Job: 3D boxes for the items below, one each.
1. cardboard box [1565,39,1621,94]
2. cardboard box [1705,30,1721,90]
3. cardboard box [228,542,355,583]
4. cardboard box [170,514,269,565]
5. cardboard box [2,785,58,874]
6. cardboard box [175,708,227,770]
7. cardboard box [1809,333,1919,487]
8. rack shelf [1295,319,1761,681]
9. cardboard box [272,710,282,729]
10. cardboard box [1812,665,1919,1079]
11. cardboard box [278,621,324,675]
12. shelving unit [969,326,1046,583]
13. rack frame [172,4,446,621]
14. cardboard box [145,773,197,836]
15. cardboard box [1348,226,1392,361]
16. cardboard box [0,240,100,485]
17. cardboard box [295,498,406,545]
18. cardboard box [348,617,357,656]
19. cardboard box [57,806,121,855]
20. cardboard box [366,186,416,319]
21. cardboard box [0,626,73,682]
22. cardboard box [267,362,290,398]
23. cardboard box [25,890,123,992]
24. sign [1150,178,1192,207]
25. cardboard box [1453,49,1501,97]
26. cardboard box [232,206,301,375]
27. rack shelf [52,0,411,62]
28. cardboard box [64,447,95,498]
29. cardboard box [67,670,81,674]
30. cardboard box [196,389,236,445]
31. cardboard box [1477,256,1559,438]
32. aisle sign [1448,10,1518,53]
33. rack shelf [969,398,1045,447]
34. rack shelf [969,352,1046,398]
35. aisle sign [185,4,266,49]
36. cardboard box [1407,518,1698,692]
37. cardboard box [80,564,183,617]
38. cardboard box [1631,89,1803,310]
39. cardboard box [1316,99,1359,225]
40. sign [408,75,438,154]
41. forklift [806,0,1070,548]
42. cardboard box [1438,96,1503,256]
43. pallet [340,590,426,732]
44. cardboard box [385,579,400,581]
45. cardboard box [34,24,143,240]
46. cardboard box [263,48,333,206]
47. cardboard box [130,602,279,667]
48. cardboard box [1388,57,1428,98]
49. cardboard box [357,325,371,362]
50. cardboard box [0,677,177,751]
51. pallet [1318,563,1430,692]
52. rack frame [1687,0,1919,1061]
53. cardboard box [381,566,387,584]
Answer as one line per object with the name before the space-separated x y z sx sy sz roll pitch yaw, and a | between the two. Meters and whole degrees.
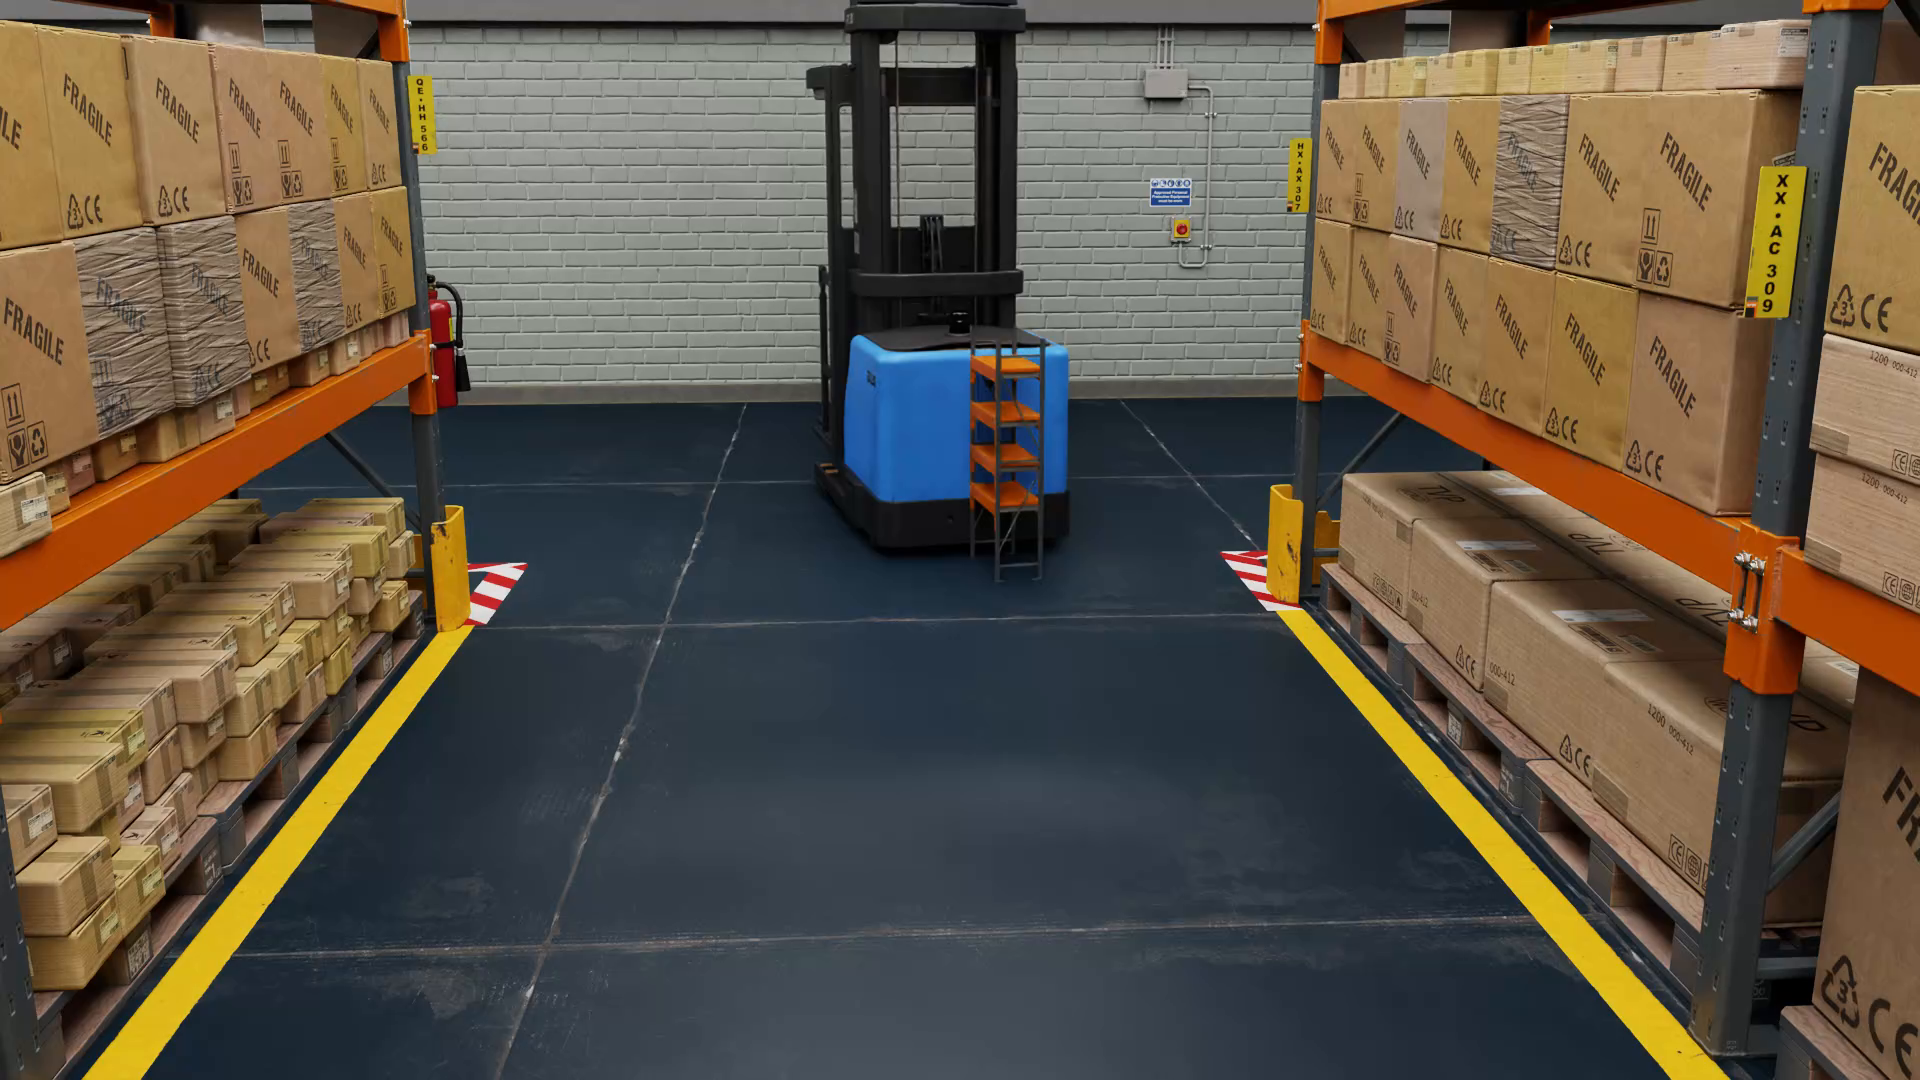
cardboard box | 2.000 -1.374 4.836 0.380 0.149 0.250 -1 14 -4
cardboard box | 2.091 -1.187 4.111 0.380 0.149 0.250 -1 14 -2
cardboard box | -2.507 0.114 6.250 0.380 0.149 0.250 -1 15 -6
cardboard box | -3.016 -0.003 6.703 0.380 0.149 0.250 -1 14 -2
cardboard box | -2.413 0.701 3.968 0.380 0.149 0.250 0 14 -1
cardboard box | -2.466 0.581 5.031 0.380 0.149 0.250 0 14 -1
cardboard box | 2.081 -0.257 3.303 0.500 0.250 0.500 -1 14 -5
rack shelf | 2.212 -0.350 5.812 1.077 0.370 4.000 -1 14 -3
cardboard box | -2.514 0.596 5.569 0.380 0.149 0.250 0 14 -2
cardboard box | 2.454 0.777 3.407 0.875 0.875 0.875 0 14 -2
cardboard box | -2.453 0.387 5.783 0.380 0.149 0.250 0 14 -1
shelving unit | 0.231 -0.437 8.317 0.258 1.200 0.503 -4 15 -14
rack frame | -2.847 -1.095 7.261 1.000 3.000 0.127 -1 14 -3
cardboard box | -2.450 0.792 4.805 0.380 0.149 0.250 -1 14 -5
cardboard box | 1.890 -0.995 6.674 0.500 0.500 0.500 -1 14 -4
cardboard box | -2.378 -0.419 3.839 0.500 0.500 0.500 -1 14 -4
cardboard box | -2.561 -0.078 6.993 0.380 0.149 0.250 -1 14 -3
cardboard box | -2.530 0.401 6.326 0.380 0.149 0.250 -1 14 -3
cardboard box | -2.407 0.777 4.269 0.380 0.149 0.250 -1 14 -3
cardboard box | -2.562 -1.179 6.792 0.500 0.500 0.500 -1 14 -2
cardboard box | -3.035 0.382 5.208 0.380 0.149 0.250 -1 14 -5
cardboard box | -2.552 -0.574 5.743 0.380 0.149 0.250 -1 15 -6
cardboard box | -2.301 0.982 4.068 0.380 0.149 0.250 -2 15 -6
sign | 1.663 -2.743 13.127 0.327 0.218 0.001 -1 14 -3
cardboard box | 1.887 -1.564 5.576 0.380 0.149 0.250 -1 14 -5
cardboard box | -2.474 -0.801 5.322 0.500 0.500 0.500 0 14 -1
rack shelf | -2.723 -1.701 5.043 1.077 0.370 4.000 -1 14 -3
cardboard box | -2.449 -0.182 4.219 0.380 0.149 0.250 -2 15 -6
cardboard box | -2.922 0.466 5.479 0.380 0.149 0.250 0 14 -1
cardboard box | -2.420 -0.380 4.989 0.380 0.149 0.250 0 14 -1
cardboard box | 1.968 -0.614 5.192 0.500 0.500 0.500 -1 14 -4
aisle sign | 2.393 -2.478 7.420 0.394 0.787 0.004 -1 14 -3
rack shelf | 0.231 -0.589 8.278 0.258 0.148 0.480 -4 15 -14
rack shelf | 0.231 -0.818 8.219 0.258 0.148 0.480 -4 15 -14
aisle sign | -3.151 -2.367 6.989 0.394 0.787 0.004 -1 14 -3
cardboard box | 2.293 0.231 6.406 0.875 0.438 0.875 0 14 -2
cardboard box | -3.023 0.191 5.949 0.380 0.149 0.250 0 14 -1
cardboard box | 2.031 -0.847 4.091 0.500 0.500 0.500 -1 14 -4
cardboard box | 1.833 -1.605 7.037 0.500 0.500 0.500 -1 14 -5
sign | -2.291 -1.812 7.091 0.100 0.325 0.005 -1 14 -3
forklift | -0.275 -1.701 9.756 1.130 2.935 3.031 -4 15 -14
cardboard box | 1.944 -1.225 5.559 0.500 0.500 0.500 -1 14 -3
pallet | -2.827 0.477 6.747 1.003 0.211 1.213 -1 14 -3
cardboard box | -2.606 0.210 7.067 0.380 0.149 0.250 -1 14 -2
cardboard box | -2.431 -1.021 4.171 0.500 0.500 0.500 -1 14 -5
cardboard box | -2.497 -1.406 5.667 0.500 0.500 0.500 0 14 -1
cardboard box | -2.485 0.312 5.481 0.380 0.149 0.250 -1 14 -3
cardboard box | 1.857 -1.755 6.317 0.380 0.149 0.250 -1 14 -5
cardboard box | -2.536 -0.772 6.510 0.380 0.149 0.250 -1 14 -4
cardboard box | -2.475 0.505 4.730 0.380 0.149 0.250 -1 14 -5
pallet | 2.215 0.352 7.235 1.003 0.211 1.213 -1 14 -3
rack frame | 2.335 -0.201 3.789 1.000 3.000 0.127 -1 14 -3
cardboard box | -2.567 0.131 6.778 0.380 0.149 0.250 -1 14 -5
